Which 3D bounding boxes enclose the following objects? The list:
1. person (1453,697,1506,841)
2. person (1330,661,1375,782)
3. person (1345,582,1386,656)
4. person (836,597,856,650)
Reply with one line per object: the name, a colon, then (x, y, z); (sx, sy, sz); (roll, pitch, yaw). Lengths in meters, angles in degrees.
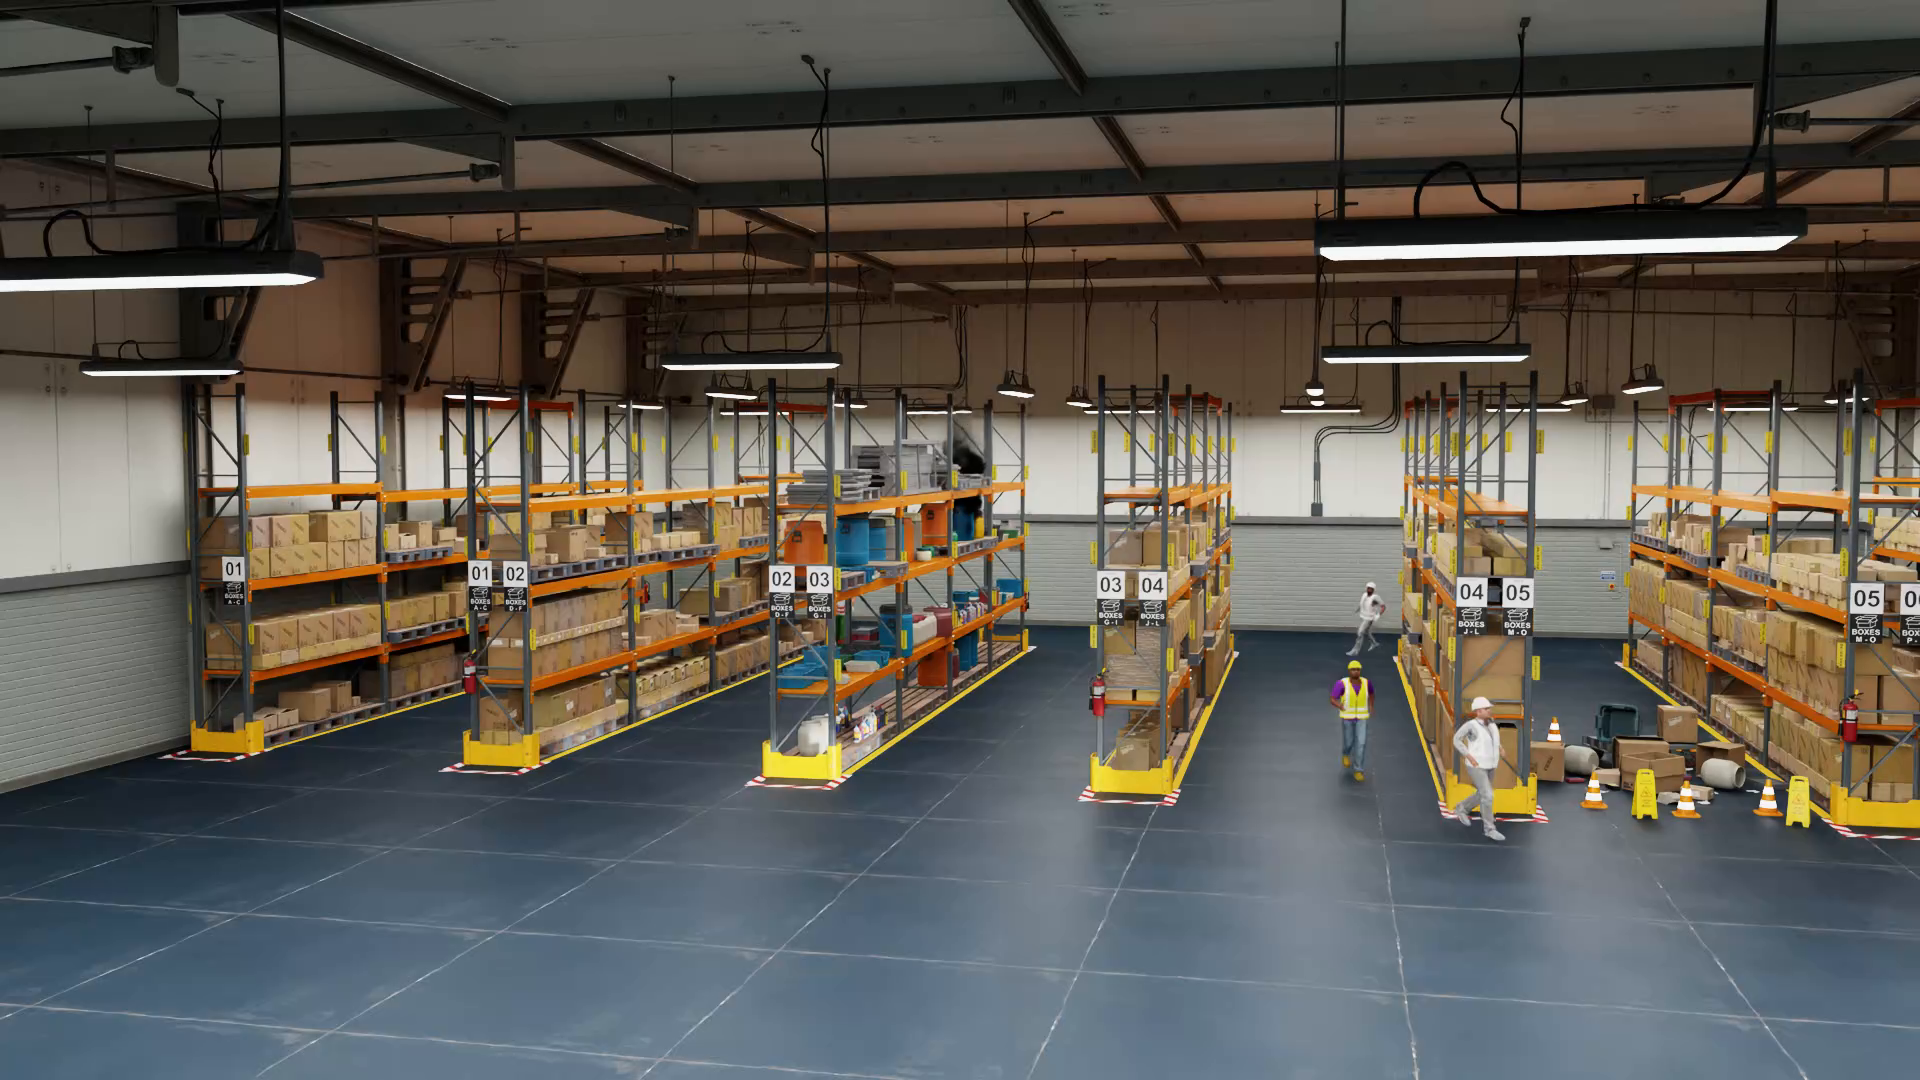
person: (6.636, 2.880, 21.237); (0.672, 1.764, 0.883); (-2, 4, -33)
person: (5.918, 2.683, 25.001); (0.698, 1.759, 0.984); (0, 3, 3)
person: (9.616, 1.866, 39.314); (0.941, 1.744, 0.743); (-1, 3, -21)
person: (-2.667, 1.691, 36.952); (0.654, 1.800, 0.882); (0, 3, 1)
